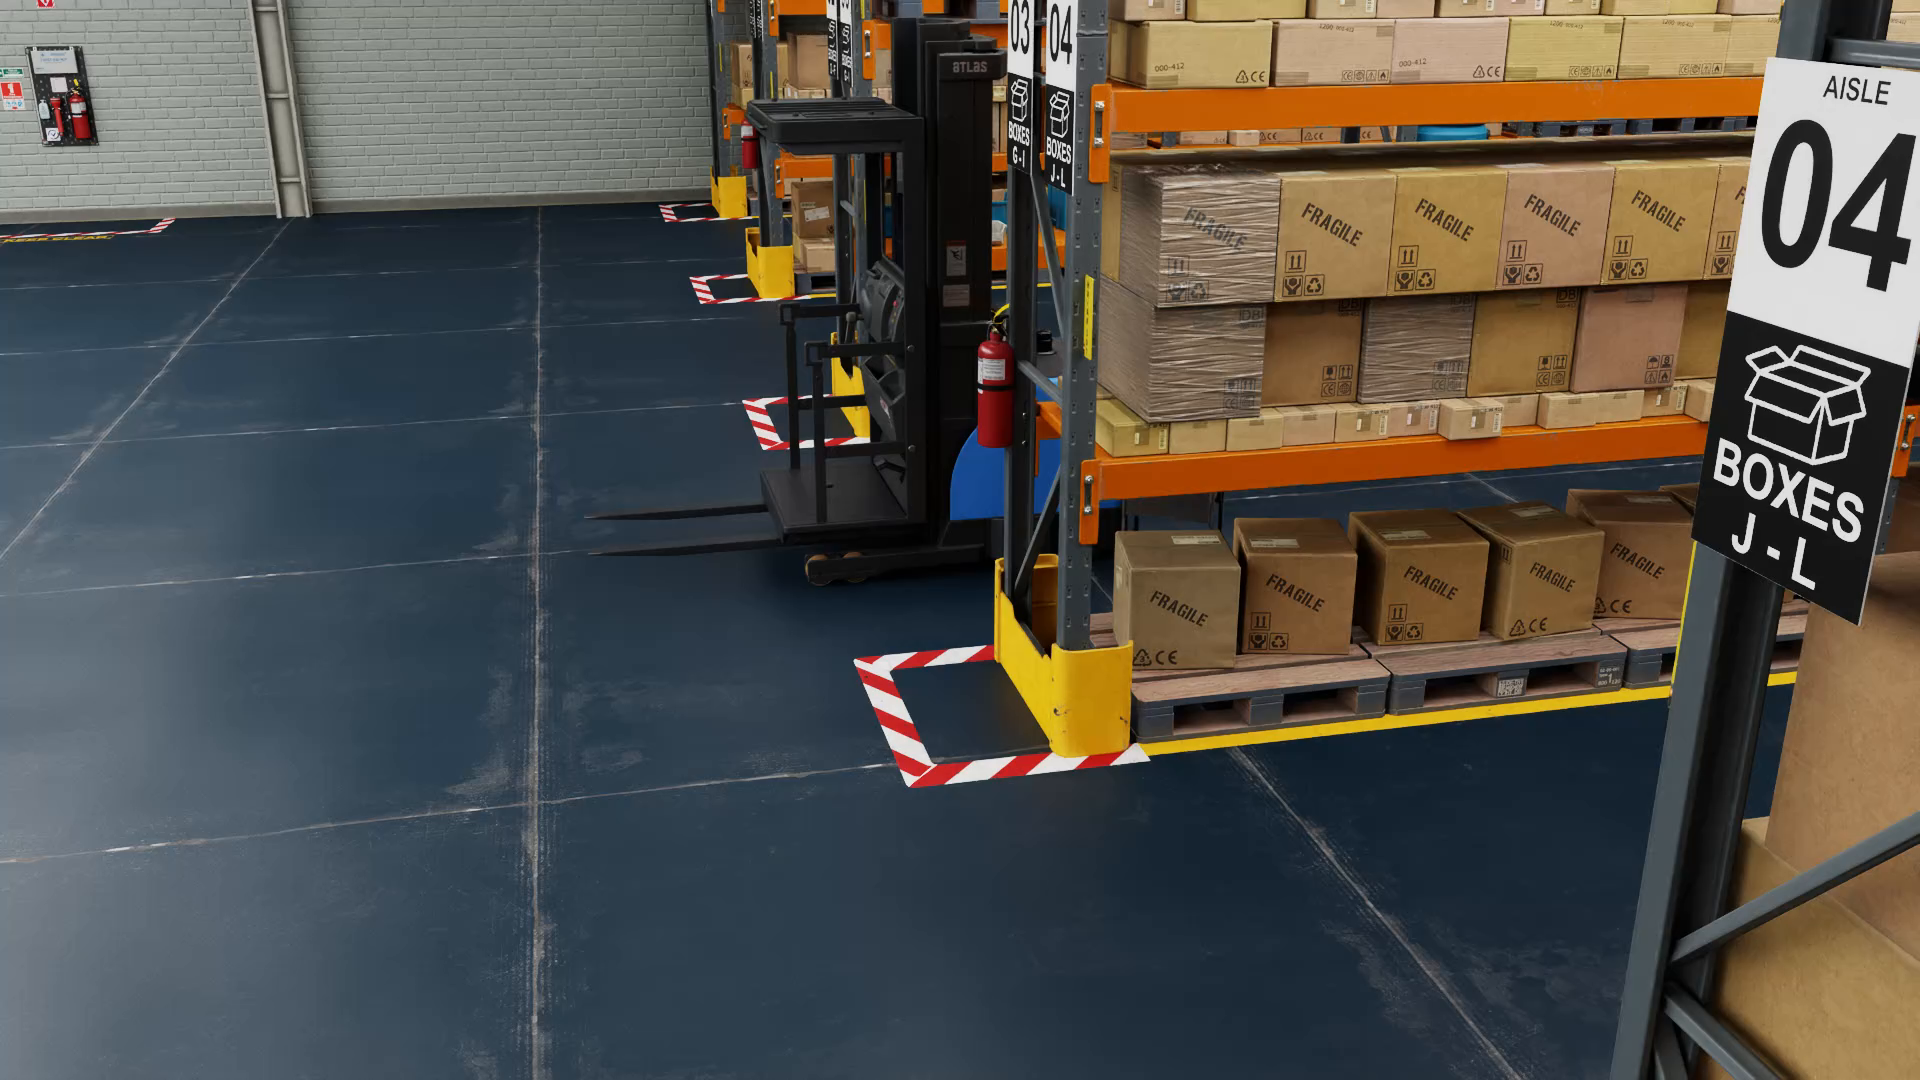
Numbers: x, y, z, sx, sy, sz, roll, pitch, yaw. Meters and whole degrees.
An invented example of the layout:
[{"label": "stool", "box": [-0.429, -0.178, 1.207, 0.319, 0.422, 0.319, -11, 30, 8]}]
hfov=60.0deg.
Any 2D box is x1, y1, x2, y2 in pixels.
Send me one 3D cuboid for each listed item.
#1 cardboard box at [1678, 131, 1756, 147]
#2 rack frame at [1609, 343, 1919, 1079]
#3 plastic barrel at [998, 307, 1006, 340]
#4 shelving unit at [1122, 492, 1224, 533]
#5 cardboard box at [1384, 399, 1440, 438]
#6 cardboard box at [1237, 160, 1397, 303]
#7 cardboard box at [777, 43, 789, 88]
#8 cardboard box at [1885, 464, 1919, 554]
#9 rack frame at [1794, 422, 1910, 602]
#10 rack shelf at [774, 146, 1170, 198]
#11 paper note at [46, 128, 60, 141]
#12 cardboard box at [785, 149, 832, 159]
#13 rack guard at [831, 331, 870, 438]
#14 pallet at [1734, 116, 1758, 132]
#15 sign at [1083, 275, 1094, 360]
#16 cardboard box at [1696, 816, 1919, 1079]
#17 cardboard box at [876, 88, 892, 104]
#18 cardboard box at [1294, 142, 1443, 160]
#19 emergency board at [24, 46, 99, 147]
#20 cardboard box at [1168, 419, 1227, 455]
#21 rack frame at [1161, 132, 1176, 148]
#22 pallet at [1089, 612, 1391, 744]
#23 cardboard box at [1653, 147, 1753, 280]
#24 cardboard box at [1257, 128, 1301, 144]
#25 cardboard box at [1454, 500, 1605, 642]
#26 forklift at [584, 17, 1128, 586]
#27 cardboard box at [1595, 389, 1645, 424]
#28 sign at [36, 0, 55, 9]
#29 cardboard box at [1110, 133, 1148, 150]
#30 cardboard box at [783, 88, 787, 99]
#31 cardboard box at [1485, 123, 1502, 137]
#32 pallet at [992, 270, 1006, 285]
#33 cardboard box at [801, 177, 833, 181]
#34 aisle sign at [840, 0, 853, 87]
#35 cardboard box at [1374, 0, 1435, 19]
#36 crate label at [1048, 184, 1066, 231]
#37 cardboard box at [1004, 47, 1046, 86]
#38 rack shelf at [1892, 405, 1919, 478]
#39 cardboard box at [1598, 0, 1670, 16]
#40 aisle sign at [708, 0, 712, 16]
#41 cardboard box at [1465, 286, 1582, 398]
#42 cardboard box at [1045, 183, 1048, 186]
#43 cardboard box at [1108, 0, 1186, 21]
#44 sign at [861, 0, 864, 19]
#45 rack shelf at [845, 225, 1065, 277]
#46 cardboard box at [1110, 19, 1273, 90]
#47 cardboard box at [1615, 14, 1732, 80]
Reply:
[{"label": "cardboard box", "box": [3.781, -1.682, 8.015, 0.500, 0.500, 0.500, -5, 21, -12]}, {"label": "rack frame", "box": [1.428, 1.008, 2.702, 0.127, 3.000, 1.000, -5, 21, -12]}, {"label": "plastic barrel", "box": [0.356, -1.465, 12.458, 0.421, 0.512, 0.421, 0, 20, 0]}, {"label": "shelving unit", "box": [1.198, -0.850, 9.082, 0.503, 2.100, 0.431, 6, 21, 16]}, {"label": "cardboard box", "box": [1.932, -0.586, 7.419, 0.250, 0.149, 0.380, -5, 21, -12]}, {"label": "cardboard box", "box": [1.471, -1.306, 6.987, 0.500, 0.500, 0.500, -5, 21, -12]}, {"label": "cardboard box", "box": [-2.018, -5.898, 20.655, 0.500, 0.500, 0.500, -5, 21, -12]}, {"label": "cardboard box", "box": [4.880, -0.051, 8.588, 0.500, 0.500, 0.700, -6, 21, -17]}, {"label": "rack frame", "box": [4.277, -0.977, 8.120, 0.127, 3.000, 1.000, -5, 21, -12]}, {"label": "rack shelf", "box": [0.055, -3.797, 16.865, 4.000, 0.370, 1.077, -5, 21, -12]}, {"label": "paper note", "box": [-10.994, -4.917, 20.157, 0.142, 0.148, 0.016, -5, 21, -12]}, {"label": "cardboard box", "box": [-1.434, -4.056, 16.381, 0.500, 0.500, 0.700, -5, 21, -12]}, {"label": "rack guard", "box": [-0.692, -1.166, 12.271, 0.348, 0.500, 1.175, -5, 21, -12]}, {"label": "pallet", "box": [8.984, -4.809, 18.862, 1.213, 0.211, 1.003, -5, 21, -12]}, {"label": "sign", "box": [0.510, -0.885, 6.611, 0.005, 0.325, 0.100, -5, 21, -12]}, {"label": "cardboard box", "box": [1.778, 0.893, 2.798, 0.550, 0.550, 0.875, -5, 21, -12]}, {"label": "cardboard box", "box": [-0.714, -4.347, 16.233, 0.250, 0.149, 0.380, -5, 21, -13]}, {"label": "cardboard box", "box": [1.835, -1.523, 7.579, 0.500, 0.500, 0.500, -5, 21, -12]}, {"label": "emergency board", "box": [-10.805, -5.322, 19.981, 0.643, 1.169, 0.194, -5, 21, -12]}, {"label": "cardboard box", "box": [0.964, -0.498, 7.180, 0.250, 0.149, 0.380, -5, 21, -12]}, {"label": "rack frame", "box": [2.001, -4.293, 17.173, 0.127, 3.000, 1.000, -5, 21, -12]}, {"label": "pallet", "box": [1.257, 0.591, 7.895, 1.213, 0.211, 1.003, -5, 21, -12]}, {"label": "cardboard box", "box": [3.416, -1.465, 7.422, 0.500, 0.500, 0.500, -5, 21, -12]}, {"label": "cardboard box", "box": [3.265, -4.437, 17.421, 0.500, 0.500, 0.500, -3, 20, -9]}, {"label": "cardboard box", "box": [2.737, 0.141, 8.092, 0.500, 0.500, 0.500, -7, 21, -17]}, {"label": "forklift", "box": [-0.612, -1.325, 9.171, 3.031, 2.935, 1.130, -5, 21, -13]}, {"label": "cardboard box", "box": [2.908, -0.661, 7.624, 0.250, 0.149, 0.380, -5, 21, -12]}, {"label": "sign", "box": [-10.836, -6.443, 19.672, 0.199, 0.298, 0.001, -5, 21, -12]}, {"label": "cardboard box", "box": [1.571, -4.303, 17.055, 0.500, 0.500, 0.700, -5, 21, -14]}, {"label": "cardboard box", "box": [-1.985, -5.552, 20.798, 0.500, 0.250, 0.500, -5, 21, -14]}, {"label": "cardboard box", "box": [5.530, -4.554, 18.014, 0.500, 0.311, 0.500, -3, 20, -9]}, {"label": "pallet", "box": [0.028, -2.837, 17.253, 1.213, 0.211, 1.003, -5, 21, -12]}, {"label": "cardboard box", "box": [-1.786, -4.648, 21.412, 0.500, 0.311, 0.500, -3, 20, -8]}, {"label": "aisle sign", "box": [-0.758, -3.435, 11.052, 0.004, 0.787, 0.394, -5, 21, -12]}, {"label": "cardboard box", "box": [1.717, -2.195, 6.723, 0.250, 0.149, 0.380, -5, 21, -13]}, {"label": "crate label", "box": [0.974, -2.571, 12.421, 0.616, 0.435, 0.502, -5, 21, -12]}, {"label": "cardboard box", "box": [0.592, -4.832, 16.614, 0.500, 0.500, 0.700, -5, 21, -12]}, {"label": "rack shelf", "box": [6.224, -0.797, 8.676, 4.000, 0.370, 1.077, -5, 21, -12]}, {"label": "cardboard box", "box": [2.746, -2.274, 6.938, 0.250, 0.149, 0.380, -4, 20, -10]}, {"label": "aisle sign", "box": [-3.036, -6.749, 20.098, 0.004, 0.787, 0.394, -5, 21, -12]}, {"label": "cardboard box", "box": [2.371, -1.022, 7.665, 0.500, 0.500, 0.875, -5, 21, -12]}, {"label": "cardboard box", "box": [1.111, -3.406, 17.048, 0.500, 0.500, 0.500, -5, 21, -12]}, {"label": "cardboard box", "box": [0.706, -2.130, 6.546, 0.250, 0.149, 0.380, -5, 21, -13]}, {"label": "sign", "box": [-0.633, -3.546, 10.761, 0.005, 0.325, 0.100, -5, 21, -12]}, {"label": "rack shelf", "box": [1.191, -2.139, 12.338, 4.000, 0.370, 1.077, -5, 21, -12]}, {"label": "cardboard box", "box": [0.913, -1.950, 6.634, 0.500, 0.250, 0.500, -4, 21, -11]}, {"label": "cardboard box", "box": [2.888, -2.111, 7.075, 0.500, 0.250, 0.500, -5, 21, -13]}]
